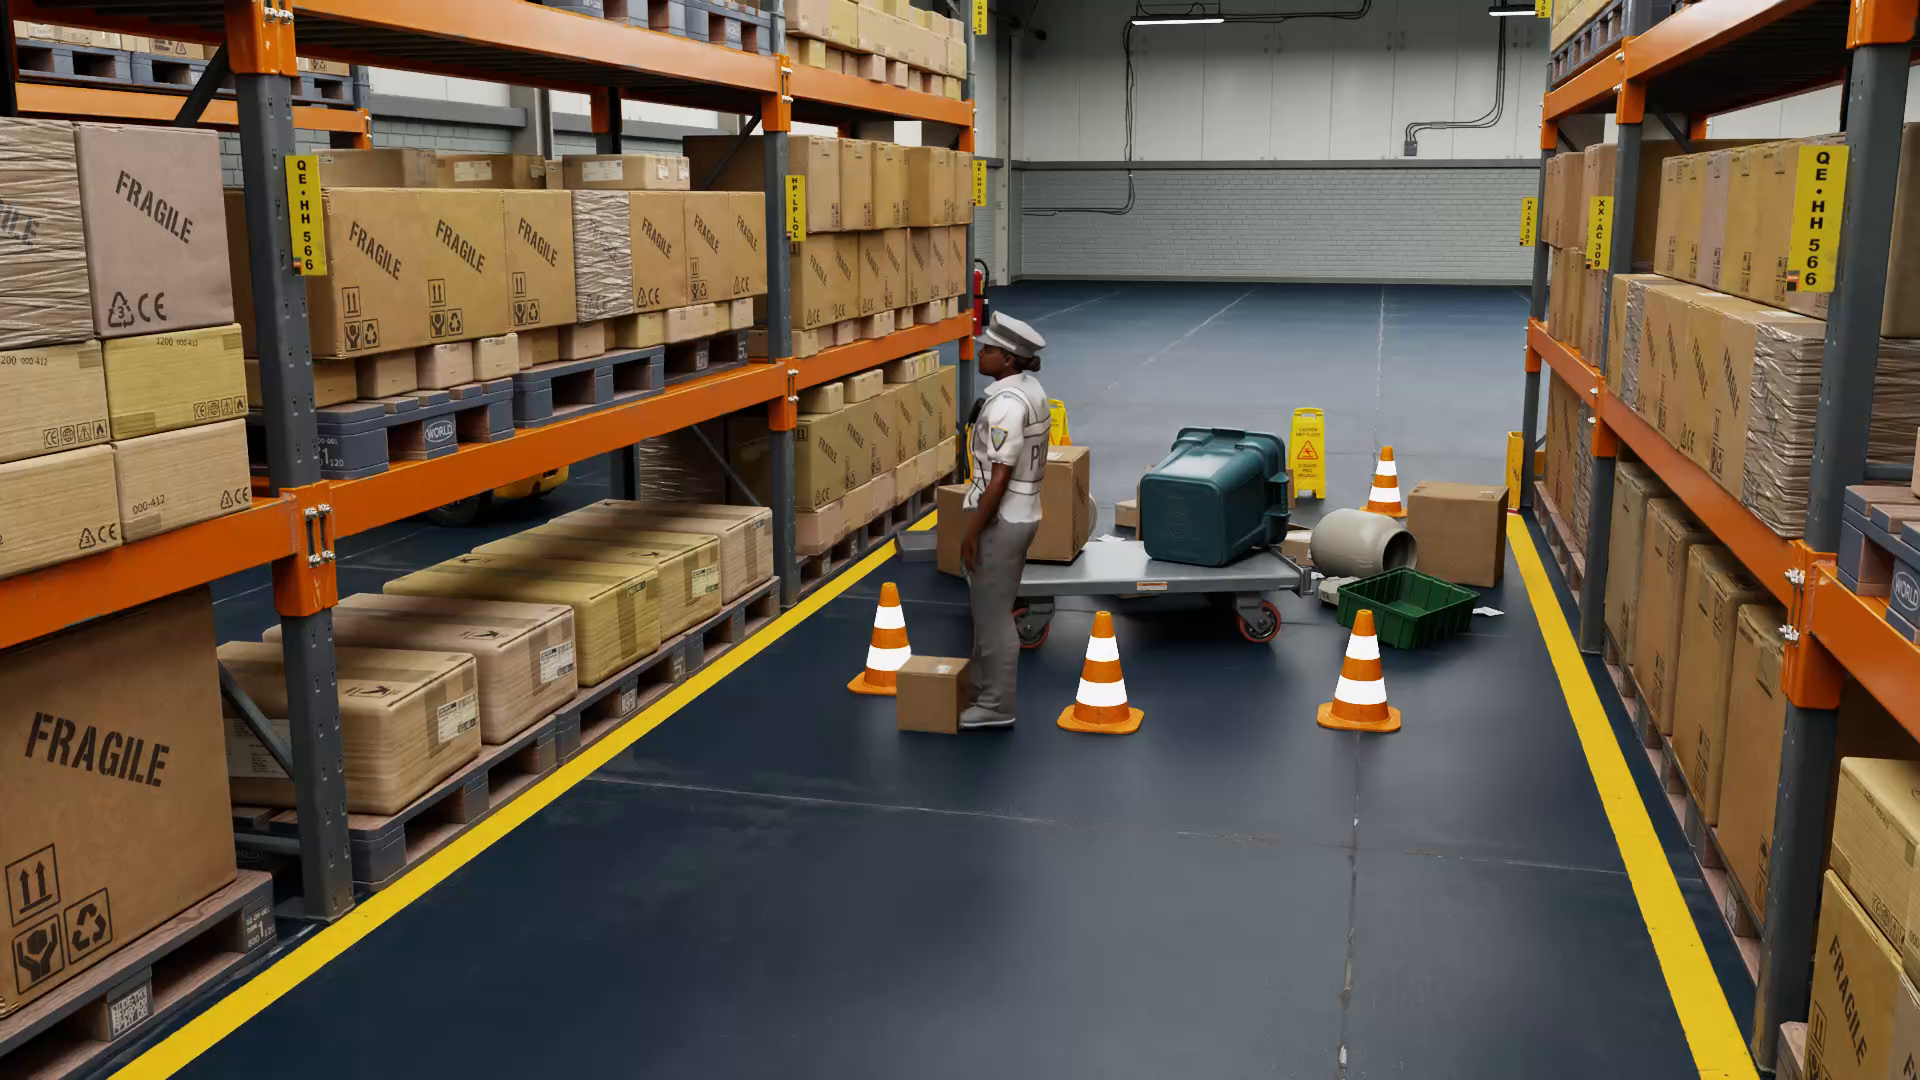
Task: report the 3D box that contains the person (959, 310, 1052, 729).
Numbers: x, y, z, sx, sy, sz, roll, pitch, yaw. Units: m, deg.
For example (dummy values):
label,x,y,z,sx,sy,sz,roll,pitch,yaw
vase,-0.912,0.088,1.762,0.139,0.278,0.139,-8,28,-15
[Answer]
label,x,y,z,sx,sy,sz,roll,pitch,yaw
person,0.097,-0.078,6.698,0.530,1.696,0.566,3,12,14
